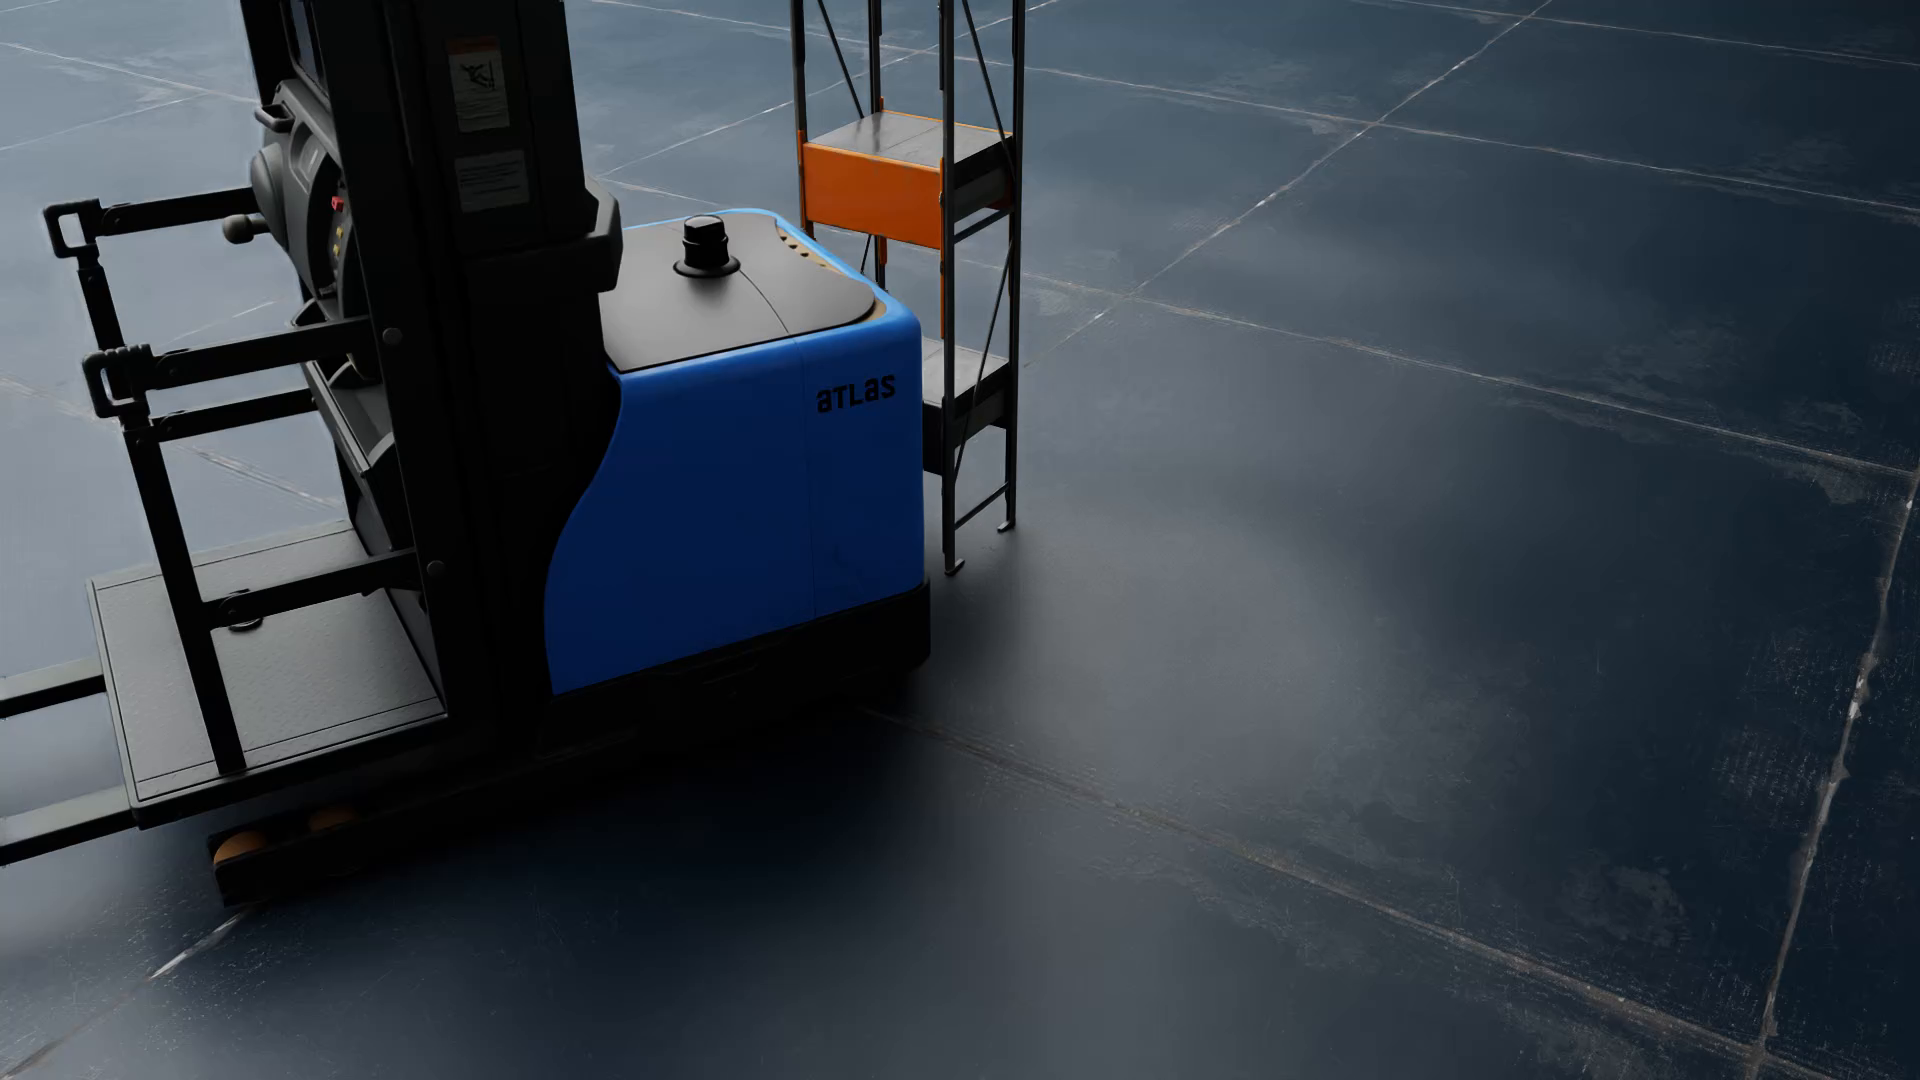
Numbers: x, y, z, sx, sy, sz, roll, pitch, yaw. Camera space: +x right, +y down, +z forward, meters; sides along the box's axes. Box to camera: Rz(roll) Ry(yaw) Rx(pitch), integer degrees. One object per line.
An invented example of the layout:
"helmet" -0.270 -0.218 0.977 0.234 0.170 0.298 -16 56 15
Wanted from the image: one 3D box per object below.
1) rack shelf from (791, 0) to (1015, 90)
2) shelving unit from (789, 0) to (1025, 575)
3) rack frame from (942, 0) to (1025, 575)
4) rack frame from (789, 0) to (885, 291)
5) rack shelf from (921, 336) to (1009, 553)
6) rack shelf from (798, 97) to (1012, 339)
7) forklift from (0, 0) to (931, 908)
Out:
"rack shelf" -0.140 -1.544 4.451 0.480 0.518 0.431 18 35 27
"shelving unit" -0.140 -0.951 4.797 0.503 2.100 0.431 18 35 27
"rack frame" 0.066 -0.886 4.685 0.015 2.100 0.400 18 35 27
"rack frame" -0.347 -1.017 4.909 0.015 2.100 0.400 18 35 27
"rack shelf" -0.140 -0.335 5.157 0.480 0.518 0.431 18 35 27
"rack shelf" -0.140 -0.940 4.804 0.480 0.518 0.431 18 35 27
"forklift" -1.620 -0.736 3.602 3.031 2.935 1.130 -16 34 -25
